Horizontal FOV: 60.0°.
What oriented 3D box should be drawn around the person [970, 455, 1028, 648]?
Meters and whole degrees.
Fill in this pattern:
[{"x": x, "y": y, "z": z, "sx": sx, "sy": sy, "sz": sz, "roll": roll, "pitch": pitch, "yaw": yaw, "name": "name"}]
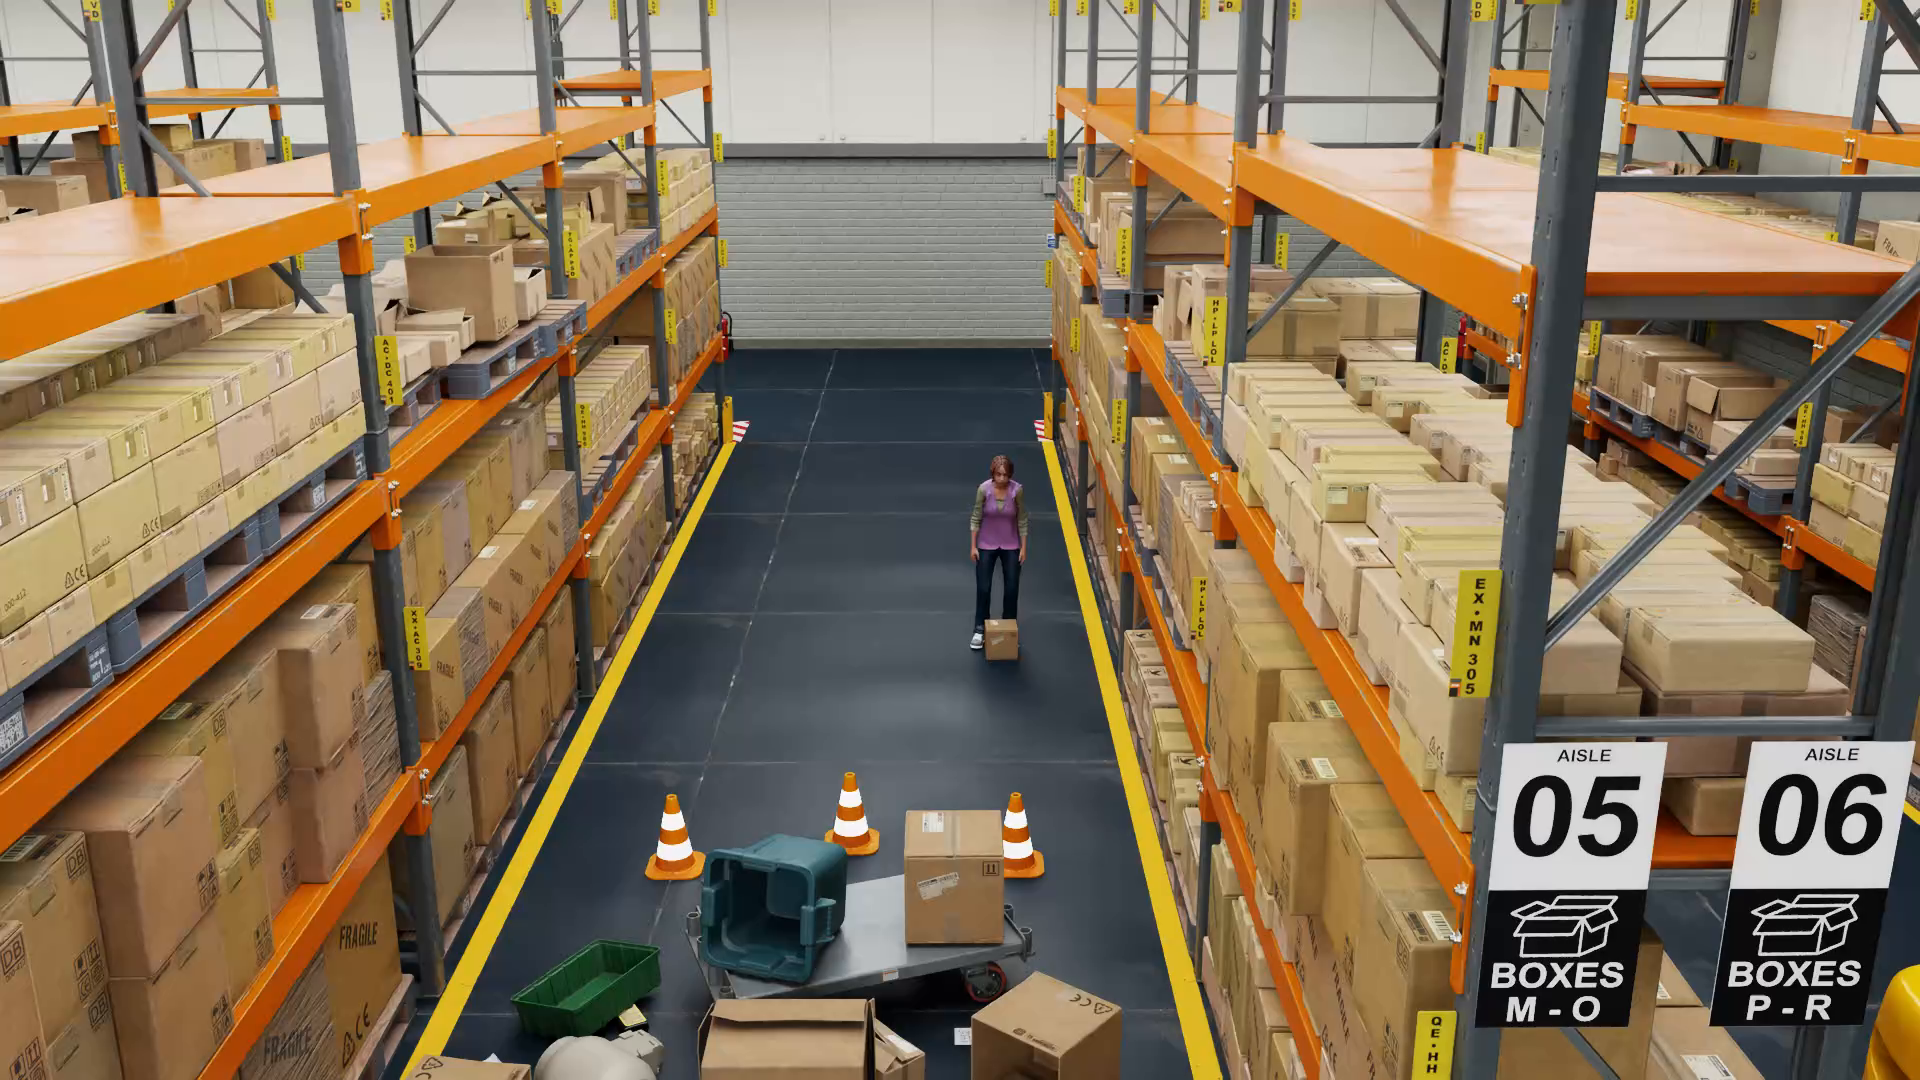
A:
[{"x": 0.313, "y": 0.083, "z": 13.304, "sx": 0.459, "sy": 1.591, "sz": 0.346, "roll": 0, "pitch": 17, "yaw": -1, "name": "person"}]
